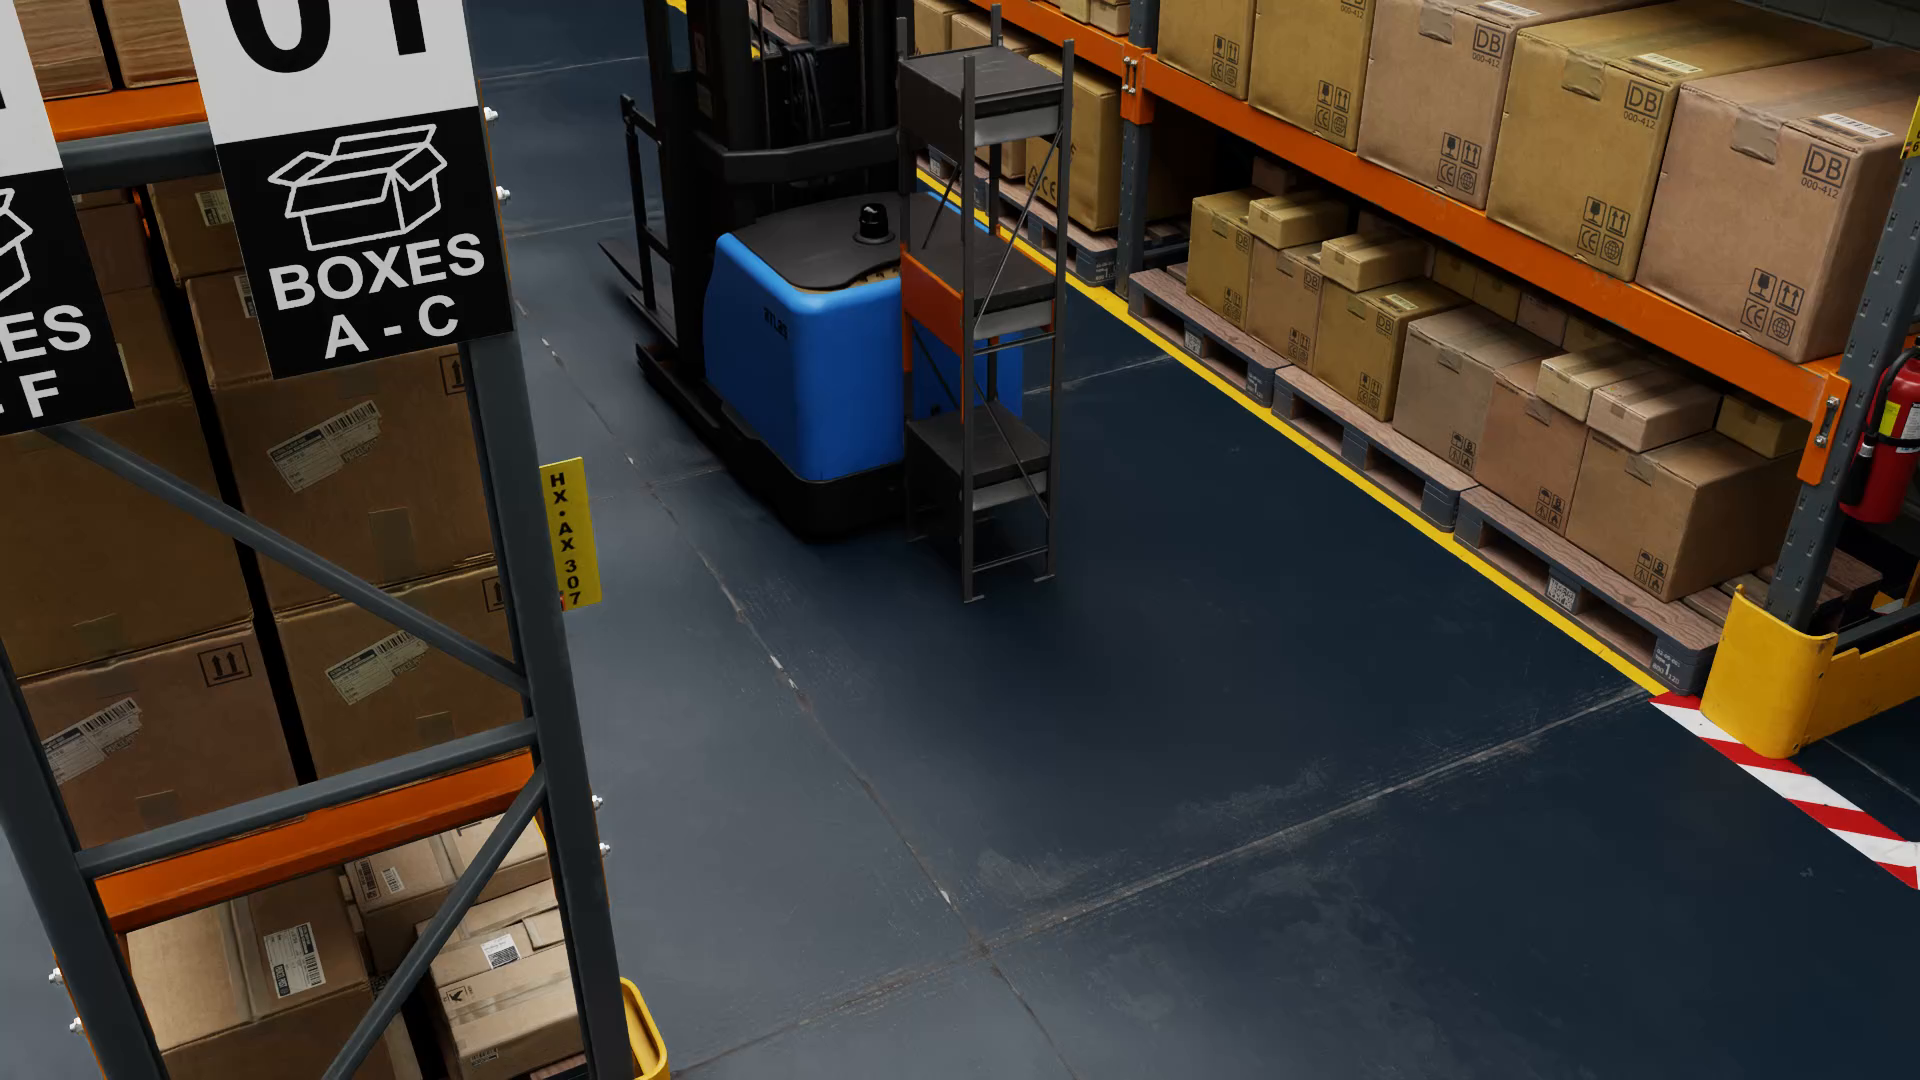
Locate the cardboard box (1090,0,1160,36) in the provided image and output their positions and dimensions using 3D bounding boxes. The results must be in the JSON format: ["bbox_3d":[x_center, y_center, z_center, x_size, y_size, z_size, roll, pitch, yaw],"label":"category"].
[{"bbox_3d":[0.877,-2.654,8.326,0.380,0.149,0.250,-16,36,-23],"label":"cardboard box"}]

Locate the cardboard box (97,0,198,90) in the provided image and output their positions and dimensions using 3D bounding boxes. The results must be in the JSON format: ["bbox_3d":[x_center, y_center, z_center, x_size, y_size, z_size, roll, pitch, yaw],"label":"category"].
[{"bbox_3d":[-1.245,-1.013,2.909,0.500,0.250,0.500,-16,36,-23],"label":"cardboard box"}]

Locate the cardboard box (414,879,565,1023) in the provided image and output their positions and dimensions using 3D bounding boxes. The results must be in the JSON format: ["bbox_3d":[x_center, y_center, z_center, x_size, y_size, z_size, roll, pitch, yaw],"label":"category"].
[{"bbox_3d":[-1.238,1.098,4.474,0.380,0.166,0.250,-16,36,-23],"label":"cardboard box"}]

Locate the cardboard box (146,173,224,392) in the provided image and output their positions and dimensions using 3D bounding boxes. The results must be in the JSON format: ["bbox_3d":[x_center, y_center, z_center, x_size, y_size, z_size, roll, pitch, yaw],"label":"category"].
[{"bbox_3d":[-1.683,-0.733,4.094,0.500,0.500,0.500,-15,36,-22],"label":"cardboard box"}]

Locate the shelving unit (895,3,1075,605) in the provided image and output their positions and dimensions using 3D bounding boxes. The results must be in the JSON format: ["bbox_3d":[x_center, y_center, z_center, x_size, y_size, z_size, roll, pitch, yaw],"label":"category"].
[{"bbox_3d":[0.077,-0.805,6.060,0.431,2.100,0.503,-16,36,-23],"label":"shelving unit"}]

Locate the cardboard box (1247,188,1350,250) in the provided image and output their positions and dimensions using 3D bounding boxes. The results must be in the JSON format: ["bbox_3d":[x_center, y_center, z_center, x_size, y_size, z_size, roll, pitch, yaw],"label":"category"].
[{"bbox_3d":[1.542,-1.466,7.585,0.380,0.149,0.250,-15,35,-22],"label":"cardboard box"}]

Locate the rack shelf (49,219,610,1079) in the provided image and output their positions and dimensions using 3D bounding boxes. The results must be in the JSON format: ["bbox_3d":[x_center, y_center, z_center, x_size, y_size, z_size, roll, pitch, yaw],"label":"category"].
[{"bbox_3d":[-2.163,-0.156,4.879,1.077,0.370,4.000,-16,36,-23],"label":"rack shelf"}]

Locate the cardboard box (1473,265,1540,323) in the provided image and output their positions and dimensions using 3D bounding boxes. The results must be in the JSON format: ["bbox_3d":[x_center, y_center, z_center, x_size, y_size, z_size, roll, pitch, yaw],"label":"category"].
[{"bbox_3d":[2.378,-1.054,6.940,0.380,0.149,0.250,-15,36,-23],"label":"cardboard box"}]

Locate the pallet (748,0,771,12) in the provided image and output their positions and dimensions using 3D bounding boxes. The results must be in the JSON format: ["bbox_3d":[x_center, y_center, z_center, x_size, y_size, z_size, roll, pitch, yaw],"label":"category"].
[{"bbox_3d":[-1.508,-4.350,13.345,1.003,0.211,1.213,-16,36,-23],"label":"pallet"}]

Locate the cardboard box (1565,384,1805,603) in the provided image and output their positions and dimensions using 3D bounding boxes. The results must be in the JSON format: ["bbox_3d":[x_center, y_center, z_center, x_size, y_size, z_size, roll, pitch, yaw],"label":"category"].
[{"bbox_3d":[2.736,-0.185,6.186,0.700,0.500,0.500,-16,36,-23],"label":"cardboard box"}]

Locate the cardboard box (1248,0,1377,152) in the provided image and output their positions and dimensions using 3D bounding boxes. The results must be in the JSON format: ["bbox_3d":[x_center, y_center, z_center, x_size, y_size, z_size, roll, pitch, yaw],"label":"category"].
[{"bbox_3d":[1.859,-2.174,7.085,0.980,0.700,0.700,-17,36,-24],"label":"cardboard box"}]

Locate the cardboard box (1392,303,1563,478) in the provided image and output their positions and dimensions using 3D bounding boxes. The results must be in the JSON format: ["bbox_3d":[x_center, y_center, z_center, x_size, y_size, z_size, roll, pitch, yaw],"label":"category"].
[{"bbox_3d":[2.267,-0.664,6.933,0.700,0.500,0.500,-17,36,-25],"label":"cardboard box"}]

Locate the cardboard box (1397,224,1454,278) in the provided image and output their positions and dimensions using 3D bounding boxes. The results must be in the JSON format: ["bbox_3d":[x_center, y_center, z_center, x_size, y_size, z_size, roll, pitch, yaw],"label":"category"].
[{"bbox_3d":[2.139,-1.297,7.321,0.380,0.149,0.250,-15,36,-23],"label":"cardboard box"}]

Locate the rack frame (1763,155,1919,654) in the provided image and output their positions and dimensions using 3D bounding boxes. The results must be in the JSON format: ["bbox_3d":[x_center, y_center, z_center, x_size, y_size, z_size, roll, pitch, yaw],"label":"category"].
[{"bbox_3d":[3.150,-0.752,5.143,1.000,3.000,0.127,-16,36,-23],"label":"rack frame"}]

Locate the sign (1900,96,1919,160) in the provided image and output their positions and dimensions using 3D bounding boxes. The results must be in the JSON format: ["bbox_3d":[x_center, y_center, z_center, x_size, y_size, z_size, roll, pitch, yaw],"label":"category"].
[{"bbox_3d":[2.664,-1.209,4.564,0.100,0.325,0.005,-16,36,-23],"label":"sign"}]

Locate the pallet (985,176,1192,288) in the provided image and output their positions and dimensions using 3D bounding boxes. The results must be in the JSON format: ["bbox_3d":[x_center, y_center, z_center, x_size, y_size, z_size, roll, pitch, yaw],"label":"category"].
[{"bbox_3d":[0.859,-1.836,9.420,1.003,0.211,1.213,-16,36,-23],"label":"pallet"}]

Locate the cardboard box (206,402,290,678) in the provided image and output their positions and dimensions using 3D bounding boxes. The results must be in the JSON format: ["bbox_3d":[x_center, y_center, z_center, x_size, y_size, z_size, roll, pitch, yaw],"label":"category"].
[{"bbox_3d":[-1.449,-0.069,3.985,0.500,0.500,0.500,-16,36,-24],"label":"cardboard box"}]

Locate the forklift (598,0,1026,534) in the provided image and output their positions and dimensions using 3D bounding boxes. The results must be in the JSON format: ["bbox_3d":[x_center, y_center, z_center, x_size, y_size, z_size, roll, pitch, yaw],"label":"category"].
[{"bbox_3d":[-0.887,-2.026,7.195,1.130,2.935,3.031,-17,36,-24],"label":"forklift"}]

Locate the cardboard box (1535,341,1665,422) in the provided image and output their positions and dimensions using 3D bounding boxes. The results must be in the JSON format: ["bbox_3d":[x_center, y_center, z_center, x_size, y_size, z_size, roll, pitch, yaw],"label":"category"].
[{"bbox_3d":[2.395,-0.596,6.226,0.380,0.149,0.250,-15,36,-22],"label":"cardboard box"}]

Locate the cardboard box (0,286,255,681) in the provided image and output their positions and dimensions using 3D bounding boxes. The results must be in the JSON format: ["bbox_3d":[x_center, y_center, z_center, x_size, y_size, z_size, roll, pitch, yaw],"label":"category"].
[{"bbox_3d":[-1.681,-0.111,3.122,0.500,0.500,0.500,-16,36,-24],"label":"cardboard box"}]

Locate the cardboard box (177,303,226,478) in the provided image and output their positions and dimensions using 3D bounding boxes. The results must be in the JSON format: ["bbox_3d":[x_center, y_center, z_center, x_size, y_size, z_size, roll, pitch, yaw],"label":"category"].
[{"bbox_3d":[-1.912,-0.549,4.733,0.500,0.500,0.500,-15,36,-22],"label":"cardboard box"}]

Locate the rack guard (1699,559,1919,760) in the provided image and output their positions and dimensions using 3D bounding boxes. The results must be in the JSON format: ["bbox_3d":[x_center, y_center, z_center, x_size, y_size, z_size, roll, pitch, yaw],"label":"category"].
[{"bbox_3d":[3.162,0.312,5.800,1.175,0.500,0.348,-16,36,-23],"label":"rack guard"}]

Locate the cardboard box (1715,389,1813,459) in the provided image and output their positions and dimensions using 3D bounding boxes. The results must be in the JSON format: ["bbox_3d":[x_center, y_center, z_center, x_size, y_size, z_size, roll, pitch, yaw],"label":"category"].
[{"bbox_3d":[2.971,-0.449,5.997,0.380,0.149,0.250,-16,36,-23],"label":"cardboard box"}]

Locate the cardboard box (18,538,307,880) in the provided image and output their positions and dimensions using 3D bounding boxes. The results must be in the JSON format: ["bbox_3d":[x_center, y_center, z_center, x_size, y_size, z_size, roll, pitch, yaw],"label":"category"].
[{"bbox_3d":[-1.680,0.308,3.395,0.500,0.500,0.500,-15,35,-22],"label":"cardboard box"}]

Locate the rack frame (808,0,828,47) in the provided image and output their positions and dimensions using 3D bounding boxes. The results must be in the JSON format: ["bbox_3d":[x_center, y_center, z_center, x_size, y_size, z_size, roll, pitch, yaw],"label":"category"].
[{"bbox_3d":[-0.580,-4.570,11.102,1.000,3.000,0.127,-16,36,-23],"label":"rack frame"}]

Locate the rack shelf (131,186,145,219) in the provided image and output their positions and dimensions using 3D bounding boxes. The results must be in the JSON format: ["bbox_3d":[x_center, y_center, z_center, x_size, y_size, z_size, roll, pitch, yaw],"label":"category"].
[{"bbox_3d":[-4.028,-2.065,7.859,1.077,0.370,4.000,-16,36,-23],"label":"rack shelf"}]

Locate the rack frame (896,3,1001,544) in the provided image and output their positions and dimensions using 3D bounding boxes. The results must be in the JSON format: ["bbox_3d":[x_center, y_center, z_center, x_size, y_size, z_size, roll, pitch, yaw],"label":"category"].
[{"bbox_3d":[-0.037,-0.922,6.242,0.400,2.100,0.015,-16,36,-23],"label":"rack frame"}]

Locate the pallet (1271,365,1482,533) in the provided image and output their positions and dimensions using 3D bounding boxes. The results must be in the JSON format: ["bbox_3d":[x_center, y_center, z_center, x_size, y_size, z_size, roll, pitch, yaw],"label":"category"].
[{"bbox_3d":[2.143,-0.521,7.368,1.003,0.211,1.213,-16,36,-23],"label":"pallet"}]

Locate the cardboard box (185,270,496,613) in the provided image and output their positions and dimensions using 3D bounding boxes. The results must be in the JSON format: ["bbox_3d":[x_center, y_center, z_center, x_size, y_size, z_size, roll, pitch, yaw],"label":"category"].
[{"bbox_3d":[-1.204,-0.245,3.333,0.500,0.500,0.500,-15,35,-22],"label":"cardboard box"}]

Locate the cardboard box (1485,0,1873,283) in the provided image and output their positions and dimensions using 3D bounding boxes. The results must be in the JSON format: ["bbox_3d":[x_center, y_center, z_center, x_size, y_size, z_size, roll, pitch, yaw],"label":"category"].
[{"bbox_3d":[2.555,-1.464,5.976,0.980,0.700,0.700,-16,36,-23],"label":"cardboard box"}]

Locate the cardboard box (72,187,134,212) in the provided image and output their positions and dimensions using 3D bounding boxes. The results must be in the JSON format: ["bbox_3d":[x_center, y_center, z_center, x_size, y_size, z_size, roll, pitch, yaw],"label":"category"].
[{"bbox_3d":[-2.163,-0.598,3.883,0.500,0.500,0.500,-15,36,-22],"label":"cardboard box"}]

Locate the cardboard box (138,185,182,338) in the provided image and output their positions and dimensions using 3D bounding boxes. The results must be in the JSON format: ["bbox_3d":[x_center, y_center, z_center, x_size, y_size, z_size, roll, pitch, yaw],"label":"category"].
[{"bbox_3d":[-2.394,-1.036,5.493,0.500,0.500,0.500,-15,36,-22],"label":"cardboard box"}]

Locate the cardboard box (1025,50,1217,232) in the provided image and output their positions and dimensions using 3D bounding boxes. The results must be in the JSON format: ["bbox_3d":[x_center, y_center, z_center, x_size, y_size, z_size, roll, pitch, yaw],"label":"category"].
[{"bbox_3d":[0.867,-2.210,9.022,0.750,0.750,0.750,-15,36,-23],"label":"cardboard box"}]

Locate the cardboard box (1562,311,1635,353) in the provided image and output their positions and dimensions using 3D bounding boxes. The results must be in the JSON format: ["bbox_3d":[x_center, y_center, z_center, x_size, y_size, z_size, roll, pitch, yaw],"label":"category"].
[{"bbox_3d":[2.618,-0.810,6.560,0.380,0.149,0.250,-16,36,-23],"label":"cardboard box"}]

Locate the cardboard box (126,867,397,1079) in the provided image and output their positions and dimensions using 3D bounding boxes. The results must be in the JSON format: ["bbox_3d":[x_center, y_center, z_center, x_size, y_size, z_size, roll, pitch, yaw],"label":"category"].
[{"bbox_3d":[-1.702,1.166,4.060,0.500,0.500,0.500,-16,36,-23],"label":"cardboard box"}]

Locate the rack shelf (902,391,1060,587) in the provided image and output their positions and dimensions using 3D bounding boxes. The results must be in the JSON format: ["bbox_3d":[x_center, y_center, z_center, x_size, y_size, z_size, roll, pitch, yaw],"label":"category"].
[{"bbox_3d":[0.077,-0.204,6.445,0.431,0.518,0.480,-16,36,-23],"label":"rack shelf"}]

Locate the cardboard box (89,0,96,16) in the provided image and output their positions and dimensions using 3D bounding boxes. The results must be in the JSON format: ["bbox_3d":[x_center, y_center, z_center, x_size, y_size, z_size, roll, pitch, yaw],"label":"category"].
[{"bbox_3d":[-1.926,-1.124,3.083,0.500,0.250,0.500,-16,36,-23],"label":"cardboard box"}]

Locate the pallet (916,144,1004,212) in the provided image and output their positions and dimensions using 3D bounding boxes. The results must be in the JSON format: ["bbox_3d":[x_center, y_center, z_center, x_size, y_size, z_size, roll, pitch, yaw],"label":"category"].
[{"bbox_3d":[0.286,-2.419,10.330,1.003,0.211,1.213,-16,36,-23],"label":"pallet"}]

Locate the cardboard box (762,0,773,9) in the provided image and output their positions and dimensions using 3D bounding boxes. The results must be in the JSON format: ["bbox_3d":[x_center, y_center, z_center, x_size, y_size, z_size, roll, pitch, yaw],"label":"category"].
[{"bbox_3d":[-1.099,-4.308,12.603,0.700,0.500,0.500,-16,36,-23],"label":"cardboard box"}]

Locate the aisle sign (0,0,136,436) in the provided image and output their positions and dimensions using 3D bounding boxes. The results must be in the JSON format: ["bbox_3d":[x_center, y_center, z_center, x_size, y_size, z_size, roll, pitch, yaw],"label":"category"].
[{"bbox_3d":[-1.469,-0.489,2.323,0.394,0.787,0.004,-16,36,-23],"label":"aisle sign"}]

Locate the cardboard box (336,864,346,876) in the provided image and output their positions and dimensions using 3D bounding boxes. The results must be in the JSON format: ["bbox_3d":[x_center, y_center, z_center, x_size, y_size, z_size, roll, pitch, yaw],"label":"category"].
[{"bbox_3d":[-2.118,0.810,4.846,0.500,0.250,0.500,-16,36,-23],"label":"cardboard box"}]

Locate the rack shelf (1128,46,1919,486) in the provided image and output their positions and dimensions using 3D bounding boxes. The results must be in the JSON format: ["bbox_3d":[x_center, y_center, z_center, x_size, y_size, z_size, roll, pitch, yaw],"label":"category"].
[{"bbox_3d":[2.218,-1.404,6.827,1.077,0.370,4.000,-16,36,-23],"label":"rack shelf"}]

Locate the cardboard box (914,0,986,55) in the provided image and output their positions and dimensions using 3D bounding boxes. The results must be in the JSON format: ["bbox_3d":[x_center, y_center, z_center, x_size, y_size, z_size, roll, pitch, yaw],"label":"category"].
[{"bbox_3d":[0.050,-3.038,10.315,0.750,0.750,0.750,-16,36,-23],"label":"cardboard box"}]

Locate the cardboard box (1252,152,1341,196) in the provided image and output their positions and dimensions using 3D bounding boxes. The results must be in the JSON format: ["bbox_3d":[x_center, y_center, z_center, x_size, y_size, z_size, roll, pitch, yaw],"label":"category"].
[{"bbox_3d":[1.651,-1.795,8.097,0.380,0.149,0.250,-16,36,-23],"label":"cardboard box"}]

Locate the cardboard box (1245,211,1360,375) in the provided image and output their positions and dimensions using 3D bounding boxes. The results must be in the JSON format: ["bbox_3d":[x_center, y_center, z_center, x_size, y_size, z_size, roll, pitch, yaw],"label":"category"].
[{"bbox_3d":[1.775,-1.162,7.711,0.700,0.500,0.500,-16,36,-24],"label":"cardboard box"}]

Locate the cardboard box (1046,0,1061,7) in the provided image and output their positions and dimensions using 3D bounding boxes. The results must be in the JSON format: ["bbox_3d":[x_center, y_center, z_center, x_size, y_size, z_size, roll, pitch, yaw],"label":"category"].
[{"bbox_3d":[0.658,-2.903,8.715,0.380,0.149,0.250,-15,35,-22],"label":"cardboard box"}]
